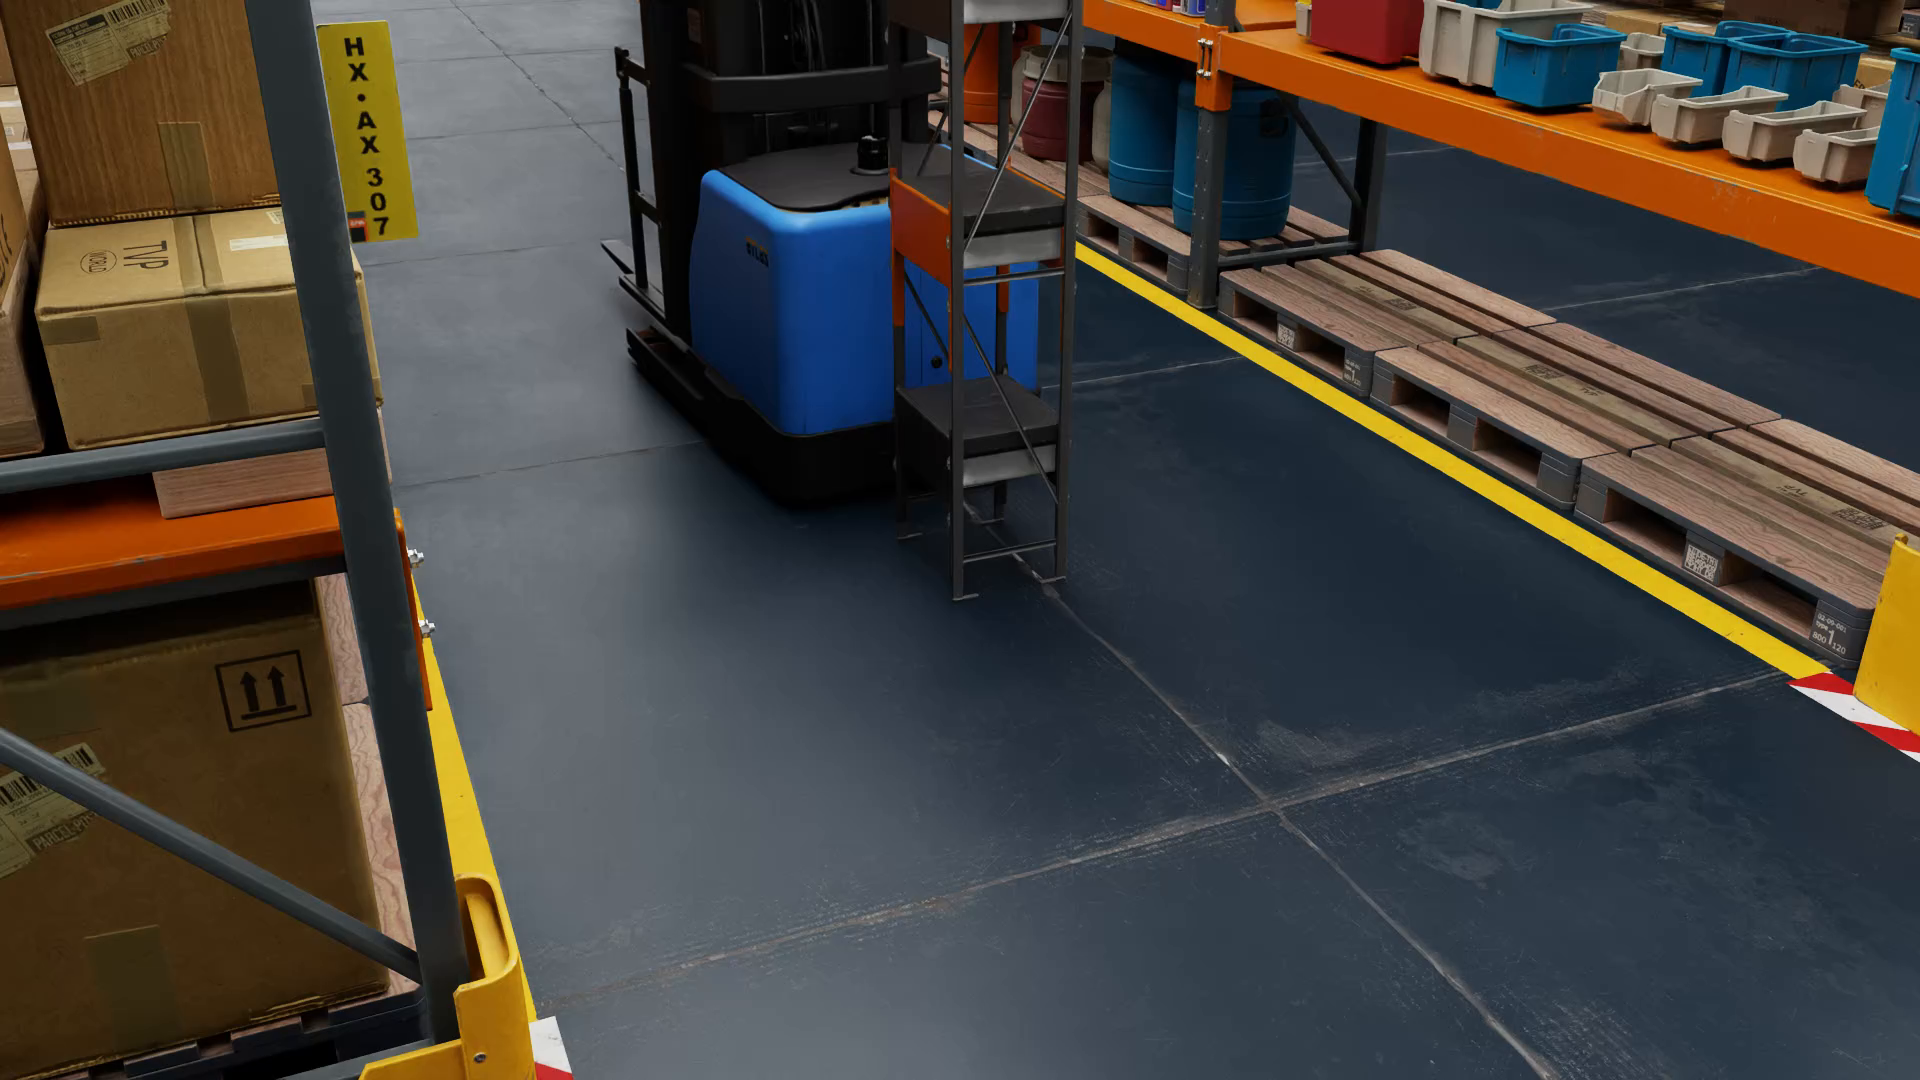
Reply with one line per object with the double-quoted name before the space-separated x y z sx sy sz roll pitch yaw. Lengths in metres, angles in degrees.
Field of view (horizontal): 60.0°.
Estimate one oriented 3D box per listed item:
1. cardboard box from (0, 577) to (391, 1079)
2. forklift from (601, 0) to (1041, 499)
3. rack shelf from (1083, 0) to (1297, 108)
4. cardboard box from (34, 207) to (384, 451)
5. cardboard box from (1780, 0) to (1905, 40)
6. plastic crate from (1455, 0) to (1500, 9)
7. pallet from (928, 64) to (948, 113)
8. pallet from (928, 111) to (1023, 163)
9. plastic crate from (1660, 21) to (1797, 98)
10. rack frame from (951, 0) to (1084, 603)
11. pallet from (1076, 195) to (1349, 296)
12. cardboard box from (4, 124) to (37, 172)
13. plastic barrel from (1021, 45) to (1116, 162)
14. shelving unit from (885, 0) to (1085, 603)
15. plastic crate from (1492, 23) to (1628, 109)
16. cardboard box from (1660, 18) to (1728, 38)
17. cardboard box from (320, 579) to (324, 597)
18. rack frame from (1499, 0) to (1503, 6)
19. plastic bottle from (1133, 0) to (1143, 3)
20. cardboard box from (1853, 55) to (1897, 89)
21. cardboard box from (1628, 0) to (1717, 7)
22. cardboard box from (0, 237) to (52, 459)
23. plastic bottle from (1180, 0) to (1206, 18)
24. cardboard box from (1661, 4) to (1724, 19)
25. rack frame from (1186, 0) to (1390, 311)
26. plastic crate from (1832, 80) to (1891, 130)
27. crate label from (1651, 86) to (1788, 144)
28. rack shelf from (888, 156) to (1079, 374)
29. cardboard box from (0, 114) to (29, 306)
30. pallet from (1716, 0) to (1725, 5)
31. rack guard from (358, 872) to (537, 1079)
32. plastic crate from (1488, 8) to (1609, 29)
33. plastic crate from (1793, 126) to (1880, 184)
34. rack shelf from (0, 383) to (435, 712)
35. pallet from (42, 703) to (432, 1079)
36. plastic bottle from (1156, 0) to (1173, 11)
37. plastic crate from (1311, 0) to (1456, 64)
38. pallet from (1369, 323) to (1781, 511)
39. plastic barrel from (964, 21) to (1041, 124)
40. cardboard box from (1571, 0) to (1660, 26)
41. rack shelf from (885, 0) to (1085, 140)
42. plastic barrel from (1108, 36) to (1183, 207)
"cardboard box" -1.728 0.428 3.398 0.875 0.875 0.875 -11 28 -21
"forklift" -0.808 -2.078 6.666 1.130 2.935 3.031 -12 29 -24
"rack shelf" 0.804 -3.044 9.385 1.077 0.370 4.000 -11 28 -21
"cardboard box" -1.343 -0.400 2.982 0.500 0.250 0.500 -11 28 -22
"cardboard box" 5.790 -3.461 10.913 0.500 0.250 0.500 -11 28 -20
"plastic crate" 2.084 -2.449 7.298 0.392 0.384 0.575 -11 28 -21
"pallet" -0.247 -3.241 12.147 1.003 0.211 1.213 -11 28 -21
"pallet" 0.368 -2.610 10.855 1.003 0.211 1.213 -11 28 -21
"plastic crate" 2.727 -1.705 5.946 0.416 0.233 0.300 -11 28 -21
"rack frame" 0.160 -0.778 4.951 0.400 2.100 0.015 -11 28 -21
"pallet" 1.324 -1.625 8.838 1.003 0.211 1.213 -11 28 -21
"cardboard box" -2.235 -0.720 3.638 0.500 0.250 0.500 -12 28 -22
"plastic barrel" 0.671 -2.629 9.985 0.600 0.588 0.708 -11 28 -21
"shelving unit" 0.065 -0.877 5.152 0.431 2.100 0.503 -11 28 -21
"plastic crate" 2.114 -1.681 5.897 0.416 0.233 0.300 -11 28 -21
"cardboard box" 5.107 -3.242 11.319 0.500 0.500 0.500 -12 28 -22
"cardboard box" -2.433 -0.299 4.886 0.875 0.875 0.875 -11 28 -21
"rack frame" 4.580 -5.024 12.621 1.000 3.000 0.127 -11 28 -21
"plastic bottle" 0.926 -2.852 8.229 0.144 0.351 0.185 -11 28 -21
"cardboard box" 5.690 -2.633 10.072 0.500 0.500 0.500 -11 28 -21
"cardboard box" 5.188 -4.076 12.172 0.500 0.250 0.500 -9 28 -19
"cardboard box" -1.837 -0.310 2.798 0.500 0.250 0.500 -11 28 -21
"plastic bottle" 1.136 -2.607 7.813 0.152 0.276 0.135 -11 28 -21
"cardboard box" 5.365 -3.552 11.954 0.500 0.500 0.500 -12 28 -22
"rack frame" 1.587 -2.559 7.573 1.000 3.000 0.127 -11 28 -21
"plastic crate" 3.045 -1.427 5.486 0.250 0.136 0.298 -11 28 -21
"crate label" 2.436 -1.379 5.388 0.396 0.136 0.243 -11 28 -21
"rack shelf" 0.065 -0.864 5.158 0.431 0.518 0.480 -11 28 -21
"cardboard box" -1.836 -0.648 2.636 0.500 0.500 0.500 -10 28 -20
"pallet" 8.358 -5.431 16.633 1.003 0.211 1.213 -11 28 -21
"rack guard" -1.394 1.039 3.051 1.175 0.500 0.348 -11 28 -21
"plastic crate" 2.273 -2.057 6.789 0.437 0.125 0.590 -11 28 -21
"plastic crate" 2.668 -1.151 4.921 0.396 0.136 0.243 -11 28 -21
"rack shelf" -2.187 -0.578 4.334 1.077 0.370 4.000 -11 28 -21
"pallet" -1.789 0.850 3.768 1.003 0.211 1.213 -11 28 -21
"plastic bottle" 1.003 -2.696 7.986 0.061 0.283 0.133 -11 28 -21
"plastic crate" 1.706 -2.212 6.719 0.402 0.464 0.583 -11 28 -21
"pallet" 2.393 -0.523 6.580 1.003 0.211 1.213 -11 28 -21
"plastic barrel" 0.228 -3.193 10.866 0.600 0.830 0.708 -11 28 -21
"cardboard box" 4.706 -3.655 12.165 0.500 0.500 0.500 -12 28 -22
"rack shelf" 0.065 -1.493 4.851 0.431 0.518 0.480 -11 28 -21
"plastic barrel" 1.113 -2.314 8.983 0.600 0.901 0.708 -11 28 -21
